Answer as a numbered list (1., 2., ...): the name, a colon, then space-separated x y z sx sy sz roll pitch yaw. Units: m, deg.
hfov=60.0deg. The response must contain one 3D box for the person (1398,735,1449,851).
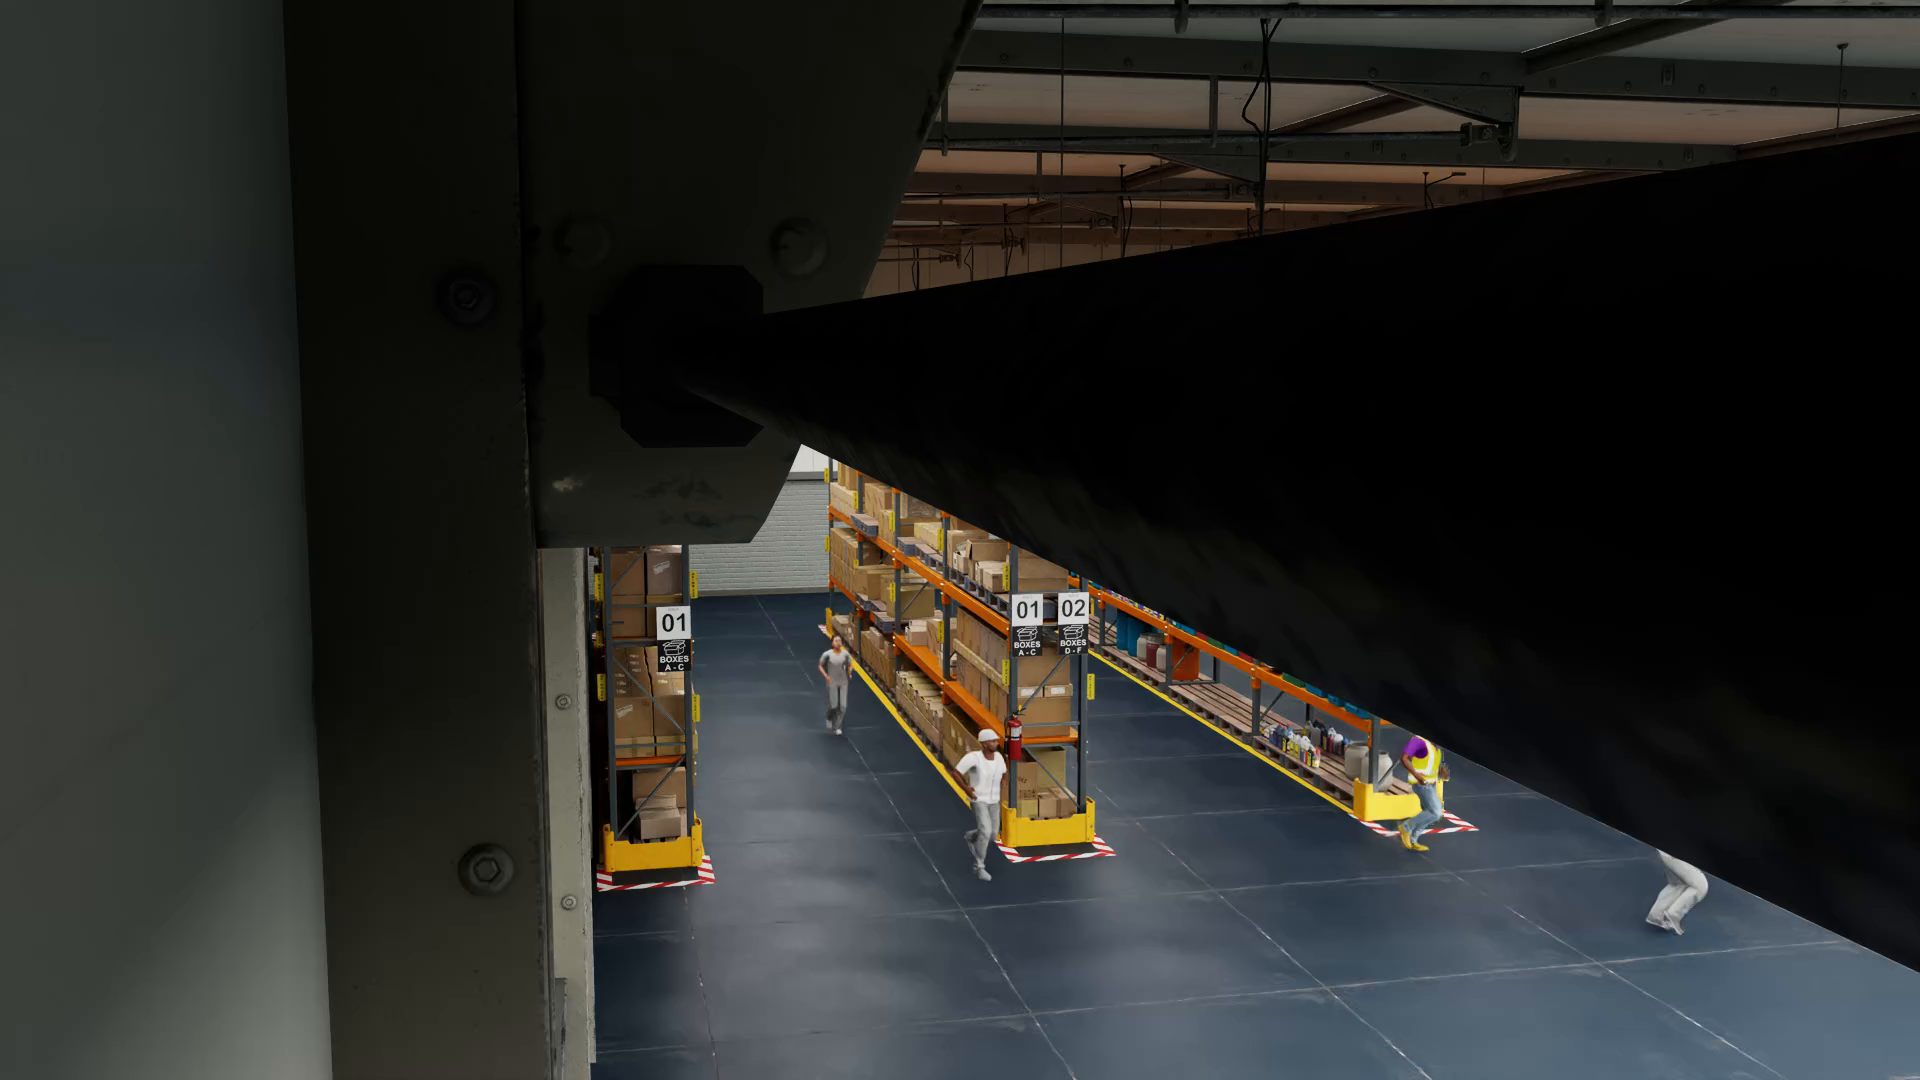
1. person: 5.819 3.017 20.770 0.519 1.711 0.710 4 8 33

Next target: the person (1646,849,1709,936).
1. person: 7.722 3.401 17.852 0.583 1.663 0.663 2 7 19

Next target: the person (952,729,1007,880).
1. person: 0.297 3.129 20.036 0.733 1.723 0.819 -5 9 -38

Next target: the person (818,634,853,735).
1. person: -1.967 2.324 26.710 0.560 1.609 0.578 -2 7 -19
